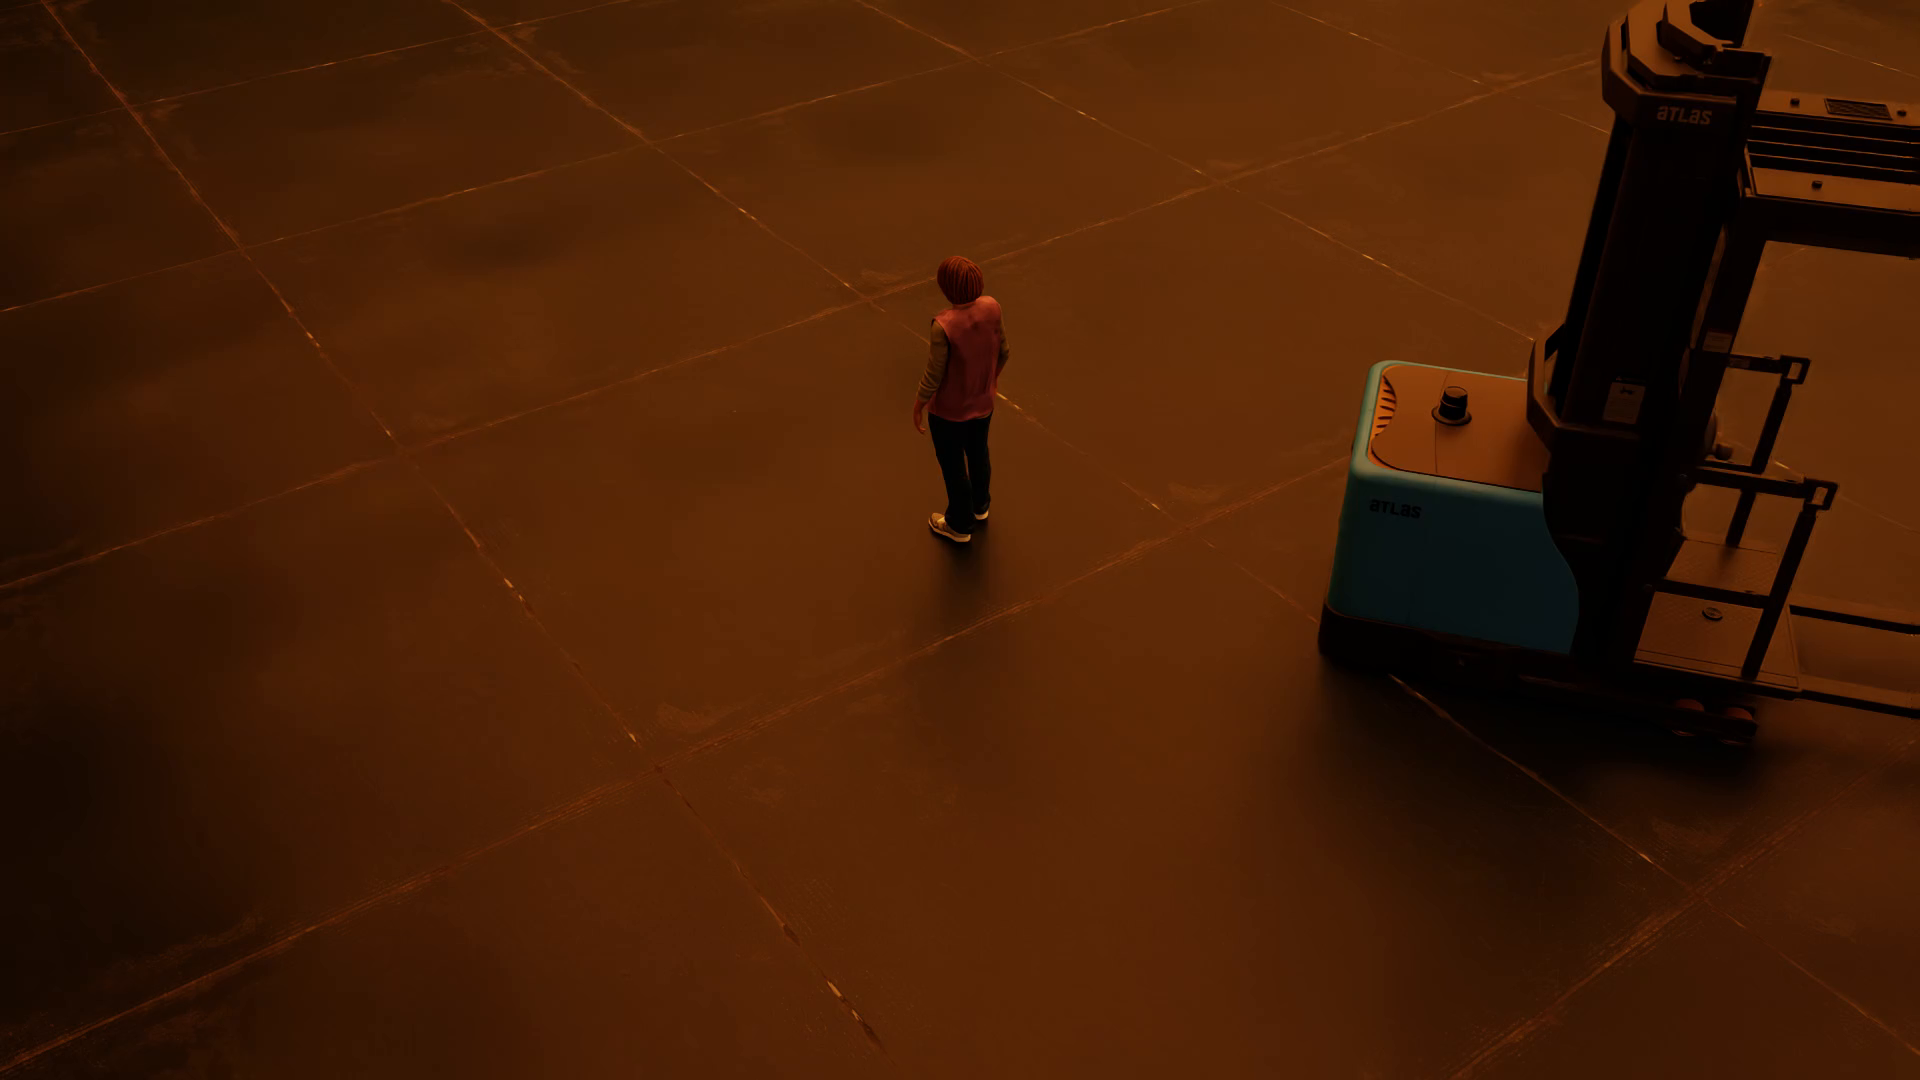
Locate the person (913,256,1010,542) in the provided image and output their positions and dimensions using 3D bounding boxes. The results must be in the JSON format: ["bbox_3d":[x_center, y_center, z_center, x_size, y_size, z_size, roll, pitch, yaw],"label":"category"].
[{"bbox_3d":[-0.031,-0.688,7.985,0.520,1.596,0.475,-23,42,-28],"label":"person"}]

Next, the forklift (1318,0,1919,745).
[{"bbox_3d":[3.222,-0.643,6.814,3.031,2.935,1.130,10,38,13],"label":"forklift"}]
